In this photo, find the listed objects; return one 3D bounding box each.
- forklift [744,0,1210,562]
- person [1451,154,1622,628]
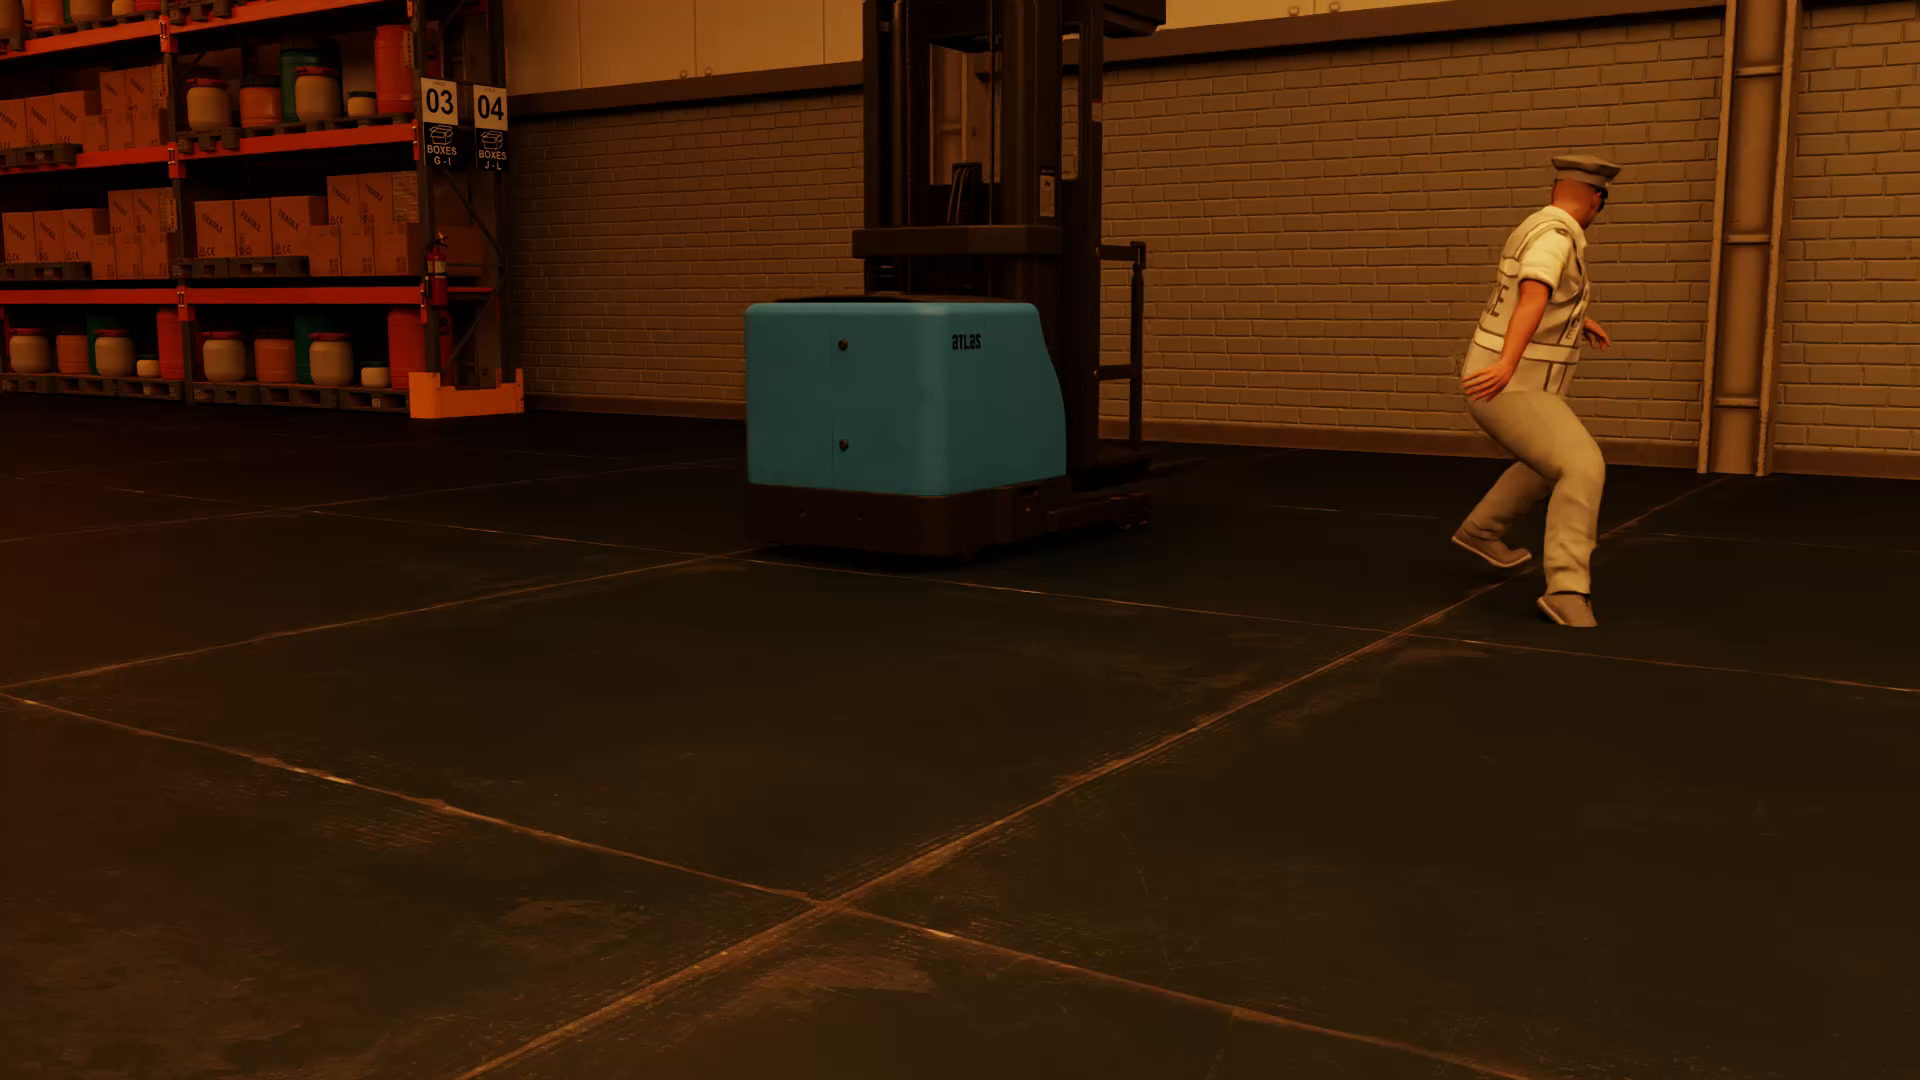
[{"bbox_3d":[0.288,-1.527,7.934,1.130,2.935,3.031,5,10,32],"label":"forklift"},{"bbox_3d":[2.062,-0.507,5.938,0.563,1.706,1.151,3,8,17],"label":"person"}]
